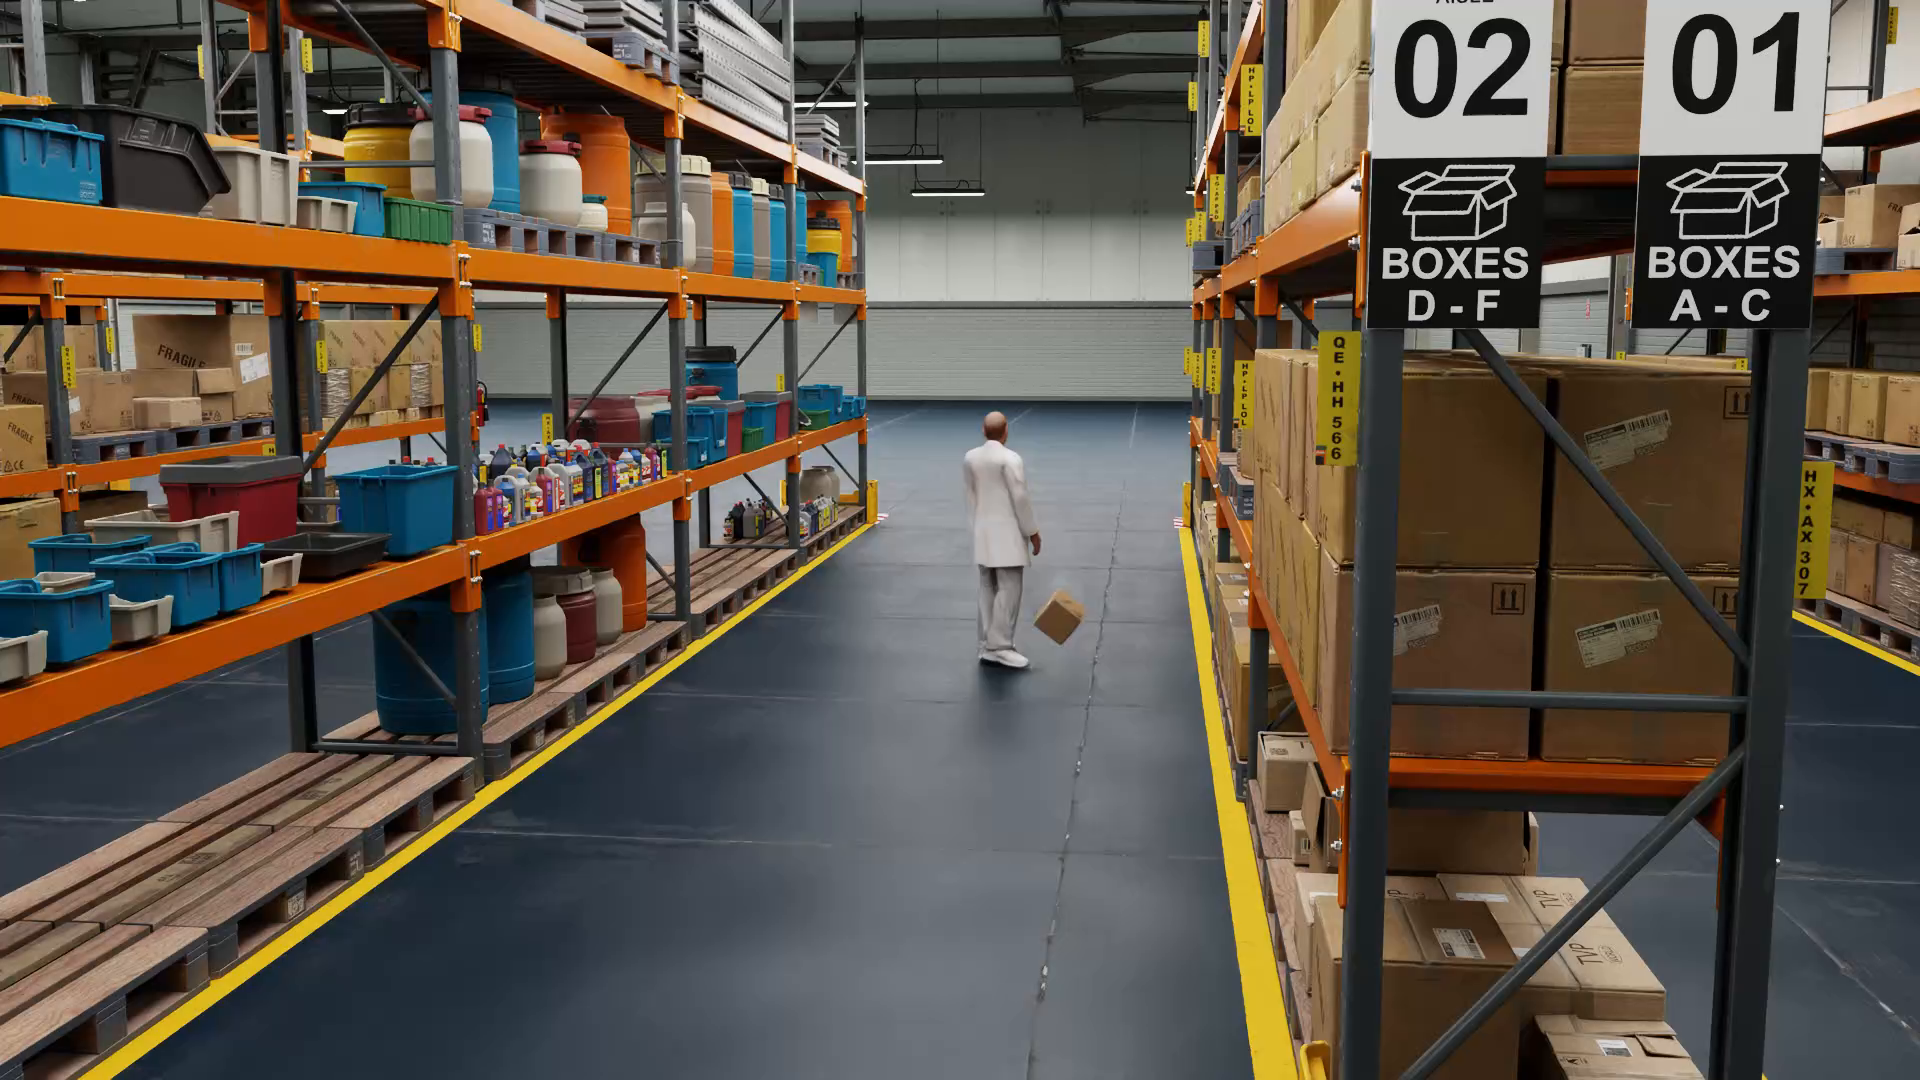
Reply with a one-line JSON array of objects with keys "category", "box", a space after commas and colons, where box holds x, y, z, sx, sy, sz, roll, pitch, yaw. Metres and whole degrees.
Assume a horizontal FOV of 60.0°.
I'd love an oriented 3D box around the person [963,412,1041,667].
[{"category": "person", "box": [0.308, -0.021, 11.874, 0.445, 1.781, 0.720, -6, 10, -39]}]
